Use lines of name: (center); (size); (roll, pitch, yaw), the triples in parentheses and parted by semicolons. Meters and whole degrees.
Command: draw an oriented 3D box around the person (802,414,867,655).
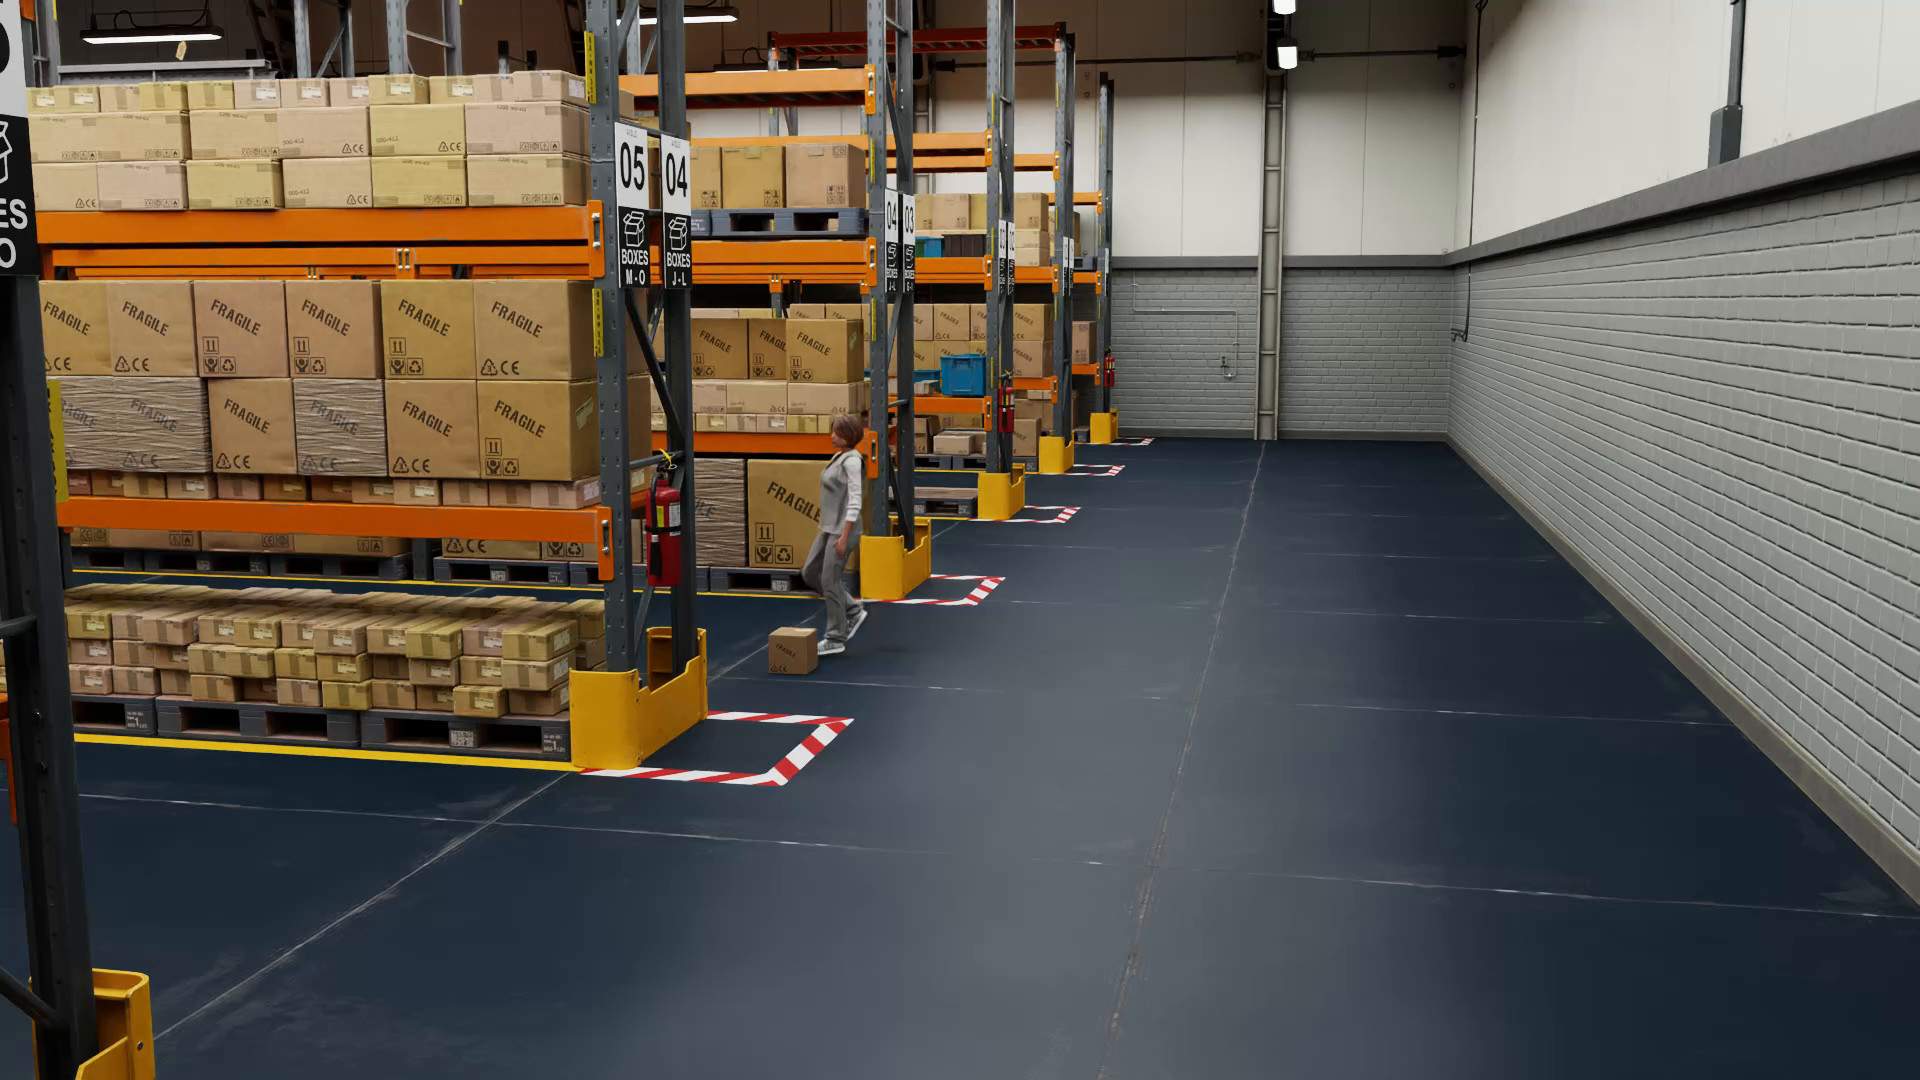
person: (-0.815, -0.032, 10.984); (0.453, 1.597, 0.462); (-3, 9, -17)
